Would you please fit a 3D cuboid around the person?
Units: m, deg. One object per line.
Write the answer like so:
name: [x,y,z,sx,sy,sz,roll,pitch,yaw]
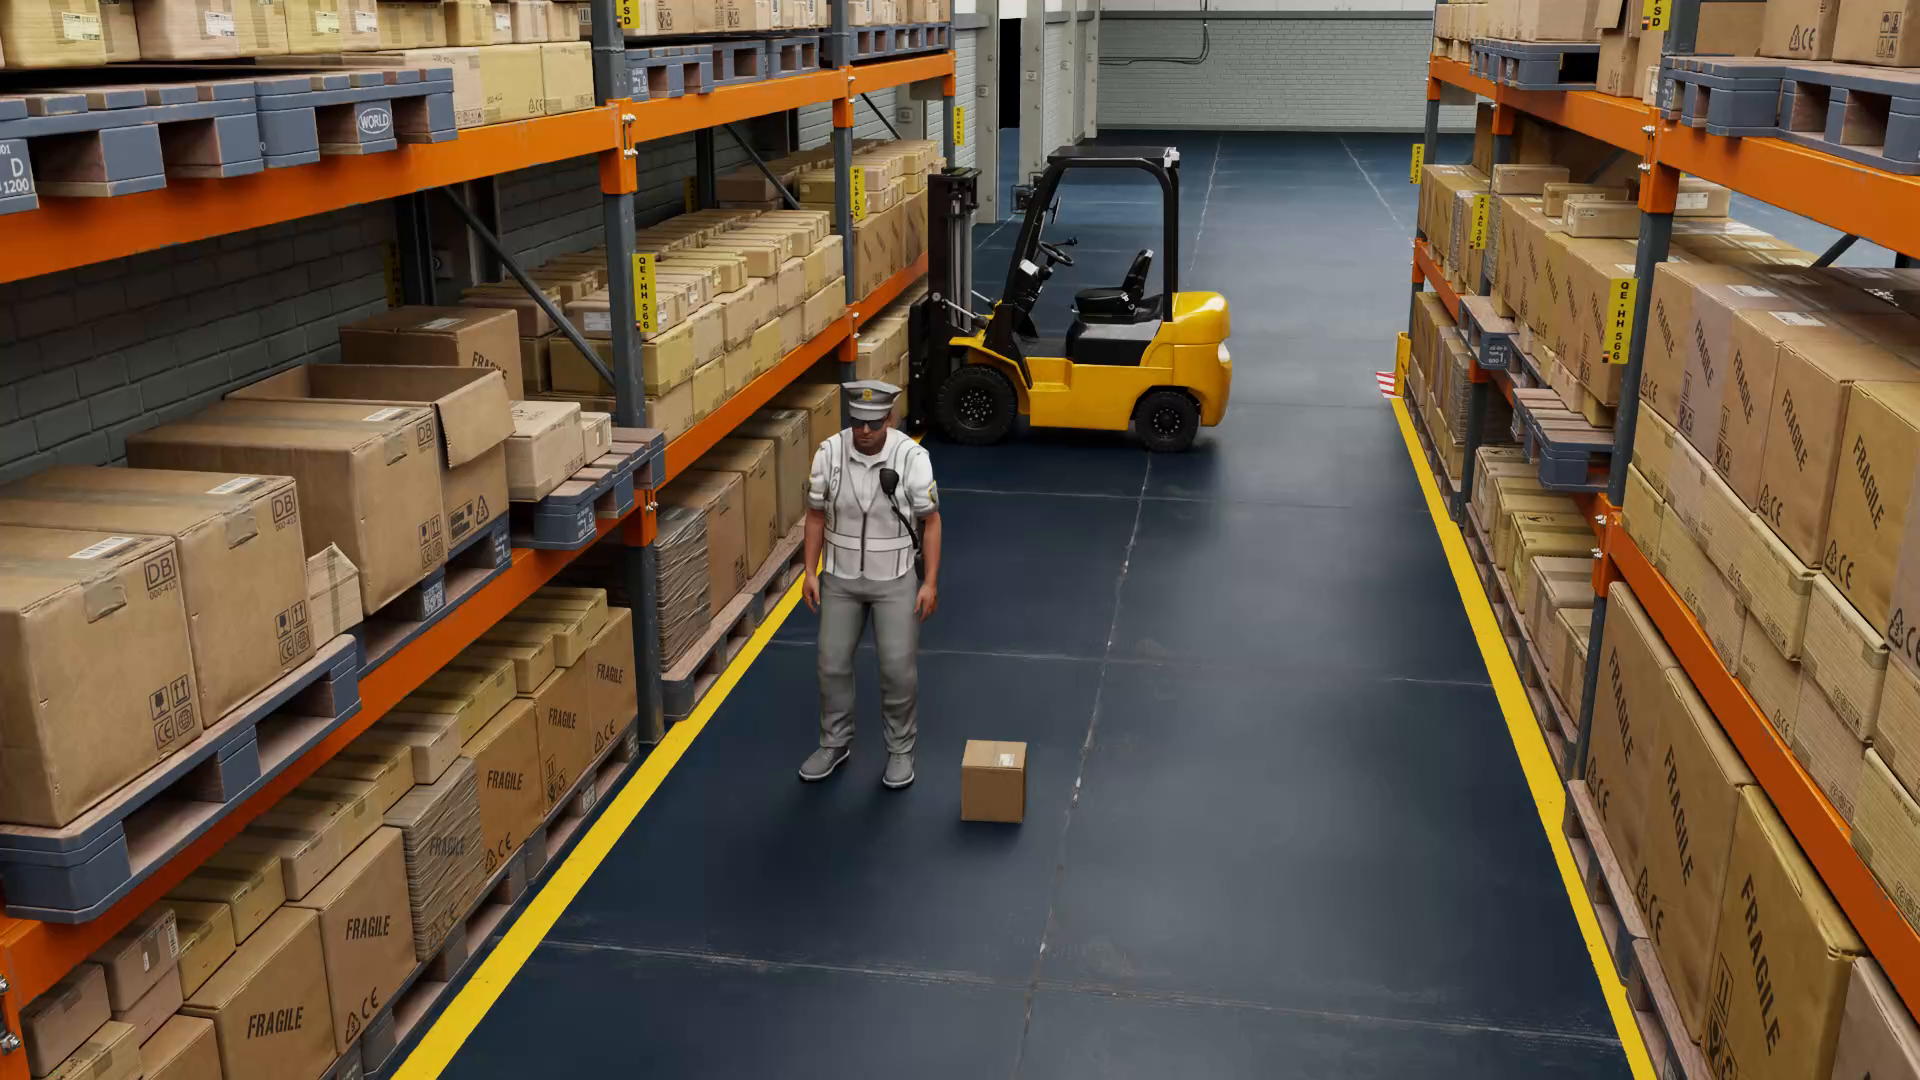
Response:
person: [-0.435,0.177,6.988,0.500,1.747,0.329,3,18,9]
